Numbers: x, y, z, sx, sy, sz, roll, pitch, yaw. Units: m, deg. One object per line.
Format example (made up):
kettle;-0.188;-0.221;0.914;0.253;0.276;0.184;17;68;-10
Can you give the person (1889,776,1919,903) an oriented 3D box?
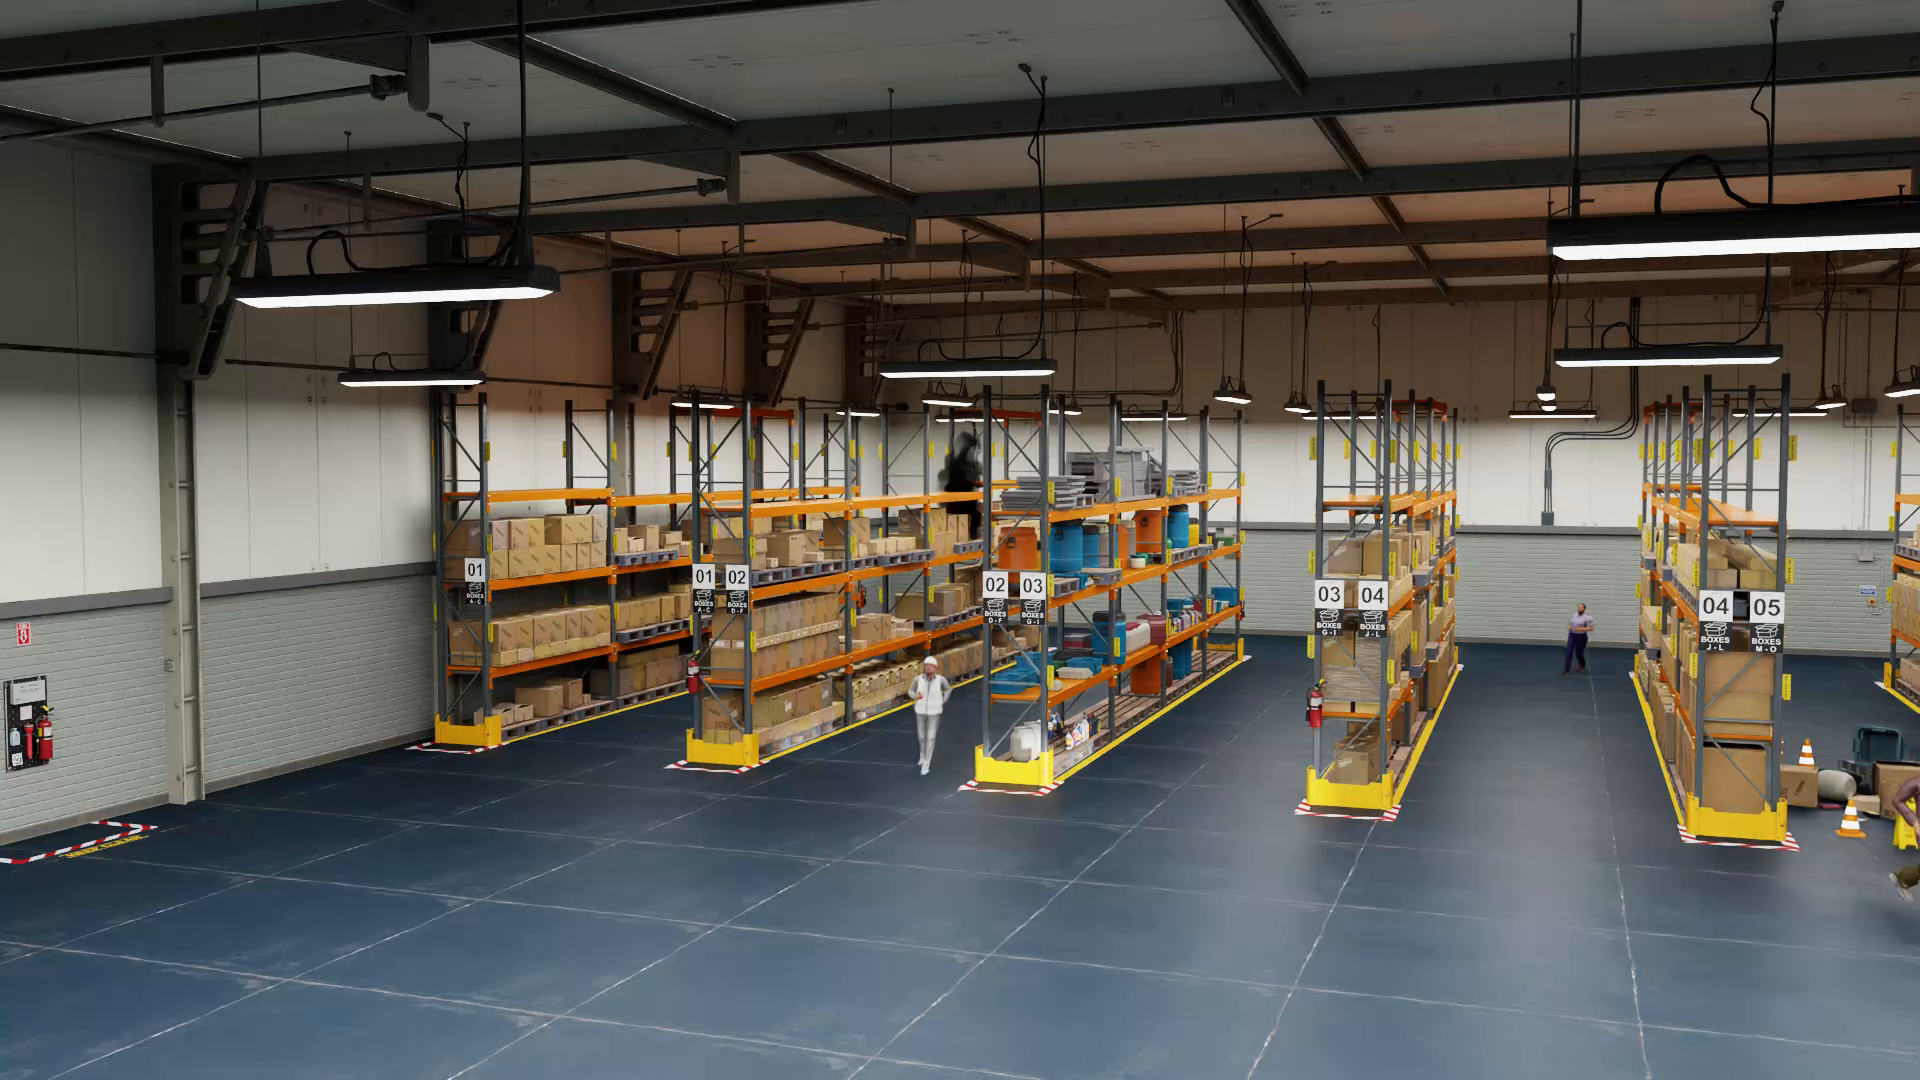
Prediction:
person;10.429;3.170;17.877;0.699;1.783;0.924;-1;3;-18

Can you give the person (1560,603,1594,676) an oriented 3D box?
person;13.922;2.221;37.294;0.629;1.638;0.861;3;4;43

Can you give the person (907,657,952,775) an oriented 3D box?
person;-0.485;2.739;26.095;0.670;1.841;0.746;0;3;9
